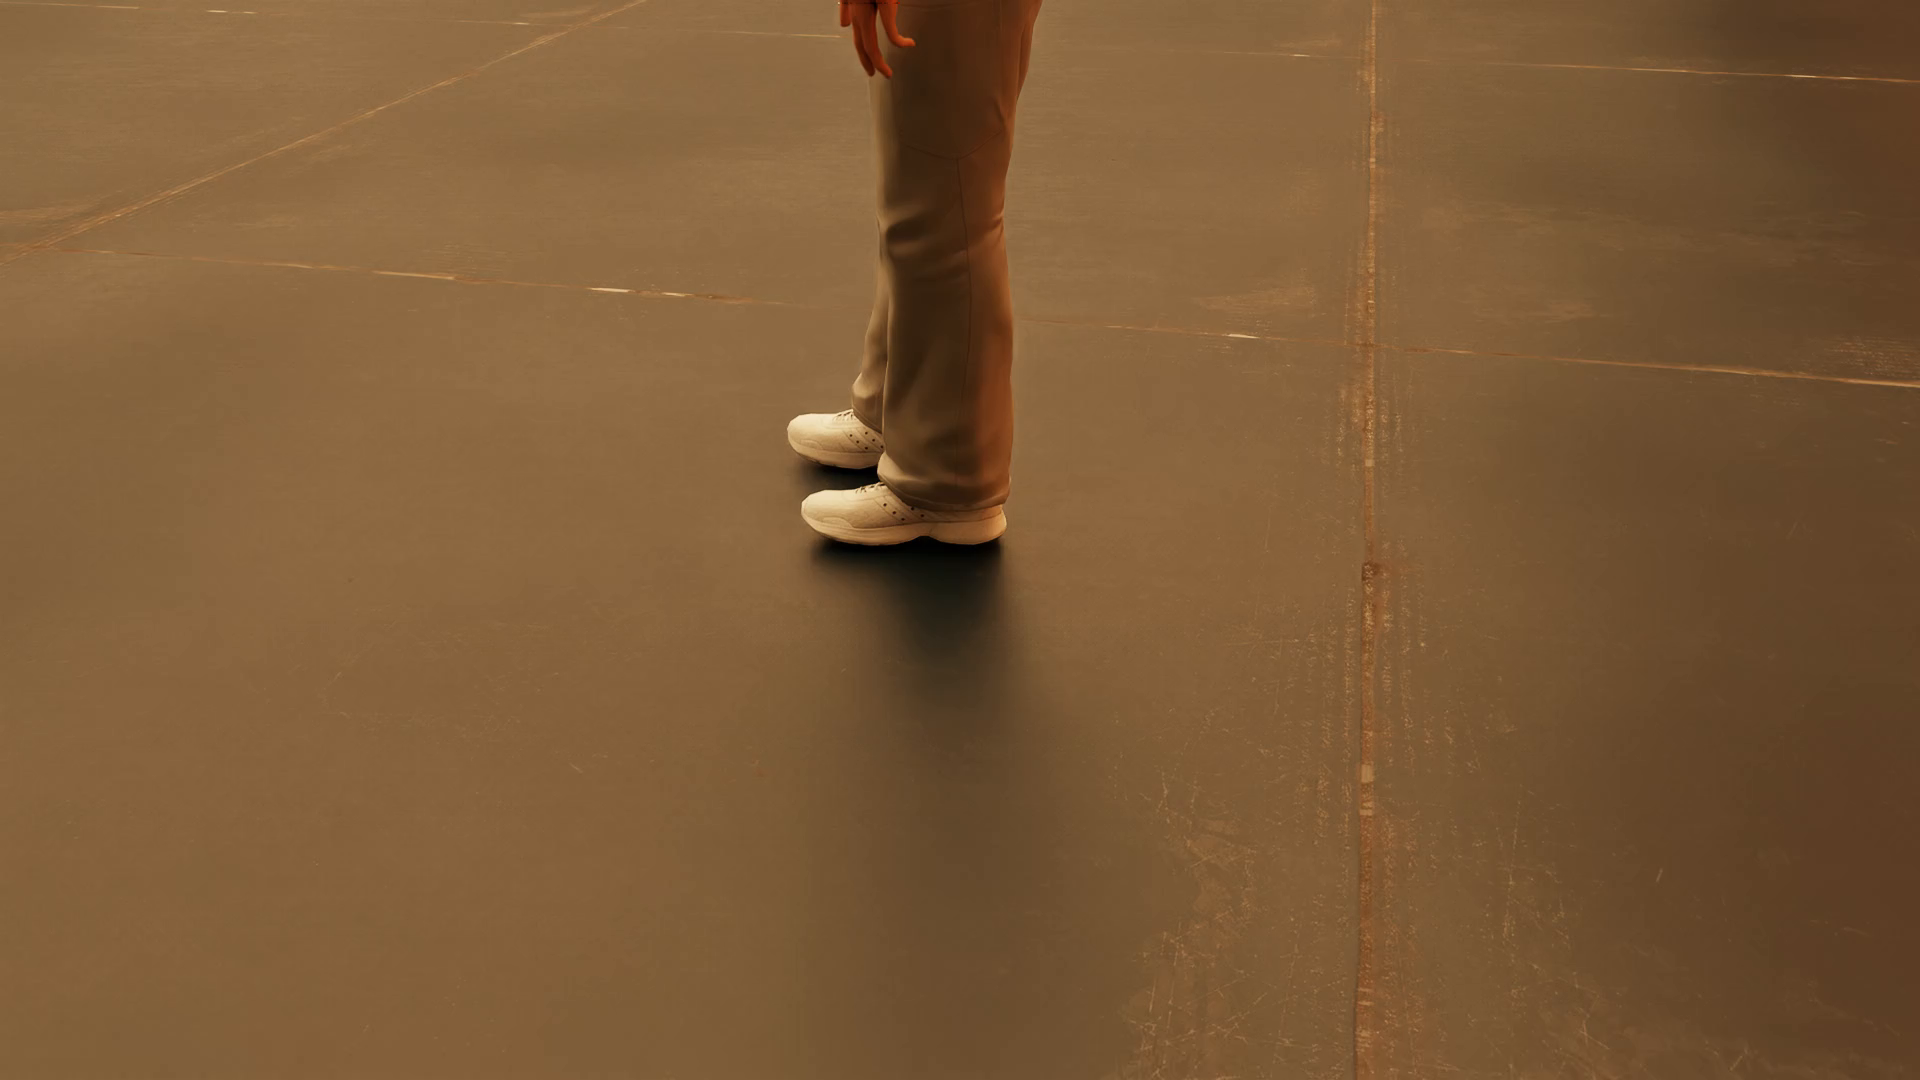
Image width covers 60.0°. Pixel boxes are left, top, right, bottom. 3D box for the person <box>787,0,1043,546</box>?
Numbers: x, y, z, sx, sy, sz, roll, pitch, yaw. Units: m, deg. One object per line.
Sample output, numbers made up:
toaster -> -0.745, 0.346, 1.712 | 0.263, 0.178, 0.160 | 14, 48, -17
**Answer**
person -> -0.069, -0.767, 2.145 | 0.549, 1.675, 0.550 | 6, 27, 11
